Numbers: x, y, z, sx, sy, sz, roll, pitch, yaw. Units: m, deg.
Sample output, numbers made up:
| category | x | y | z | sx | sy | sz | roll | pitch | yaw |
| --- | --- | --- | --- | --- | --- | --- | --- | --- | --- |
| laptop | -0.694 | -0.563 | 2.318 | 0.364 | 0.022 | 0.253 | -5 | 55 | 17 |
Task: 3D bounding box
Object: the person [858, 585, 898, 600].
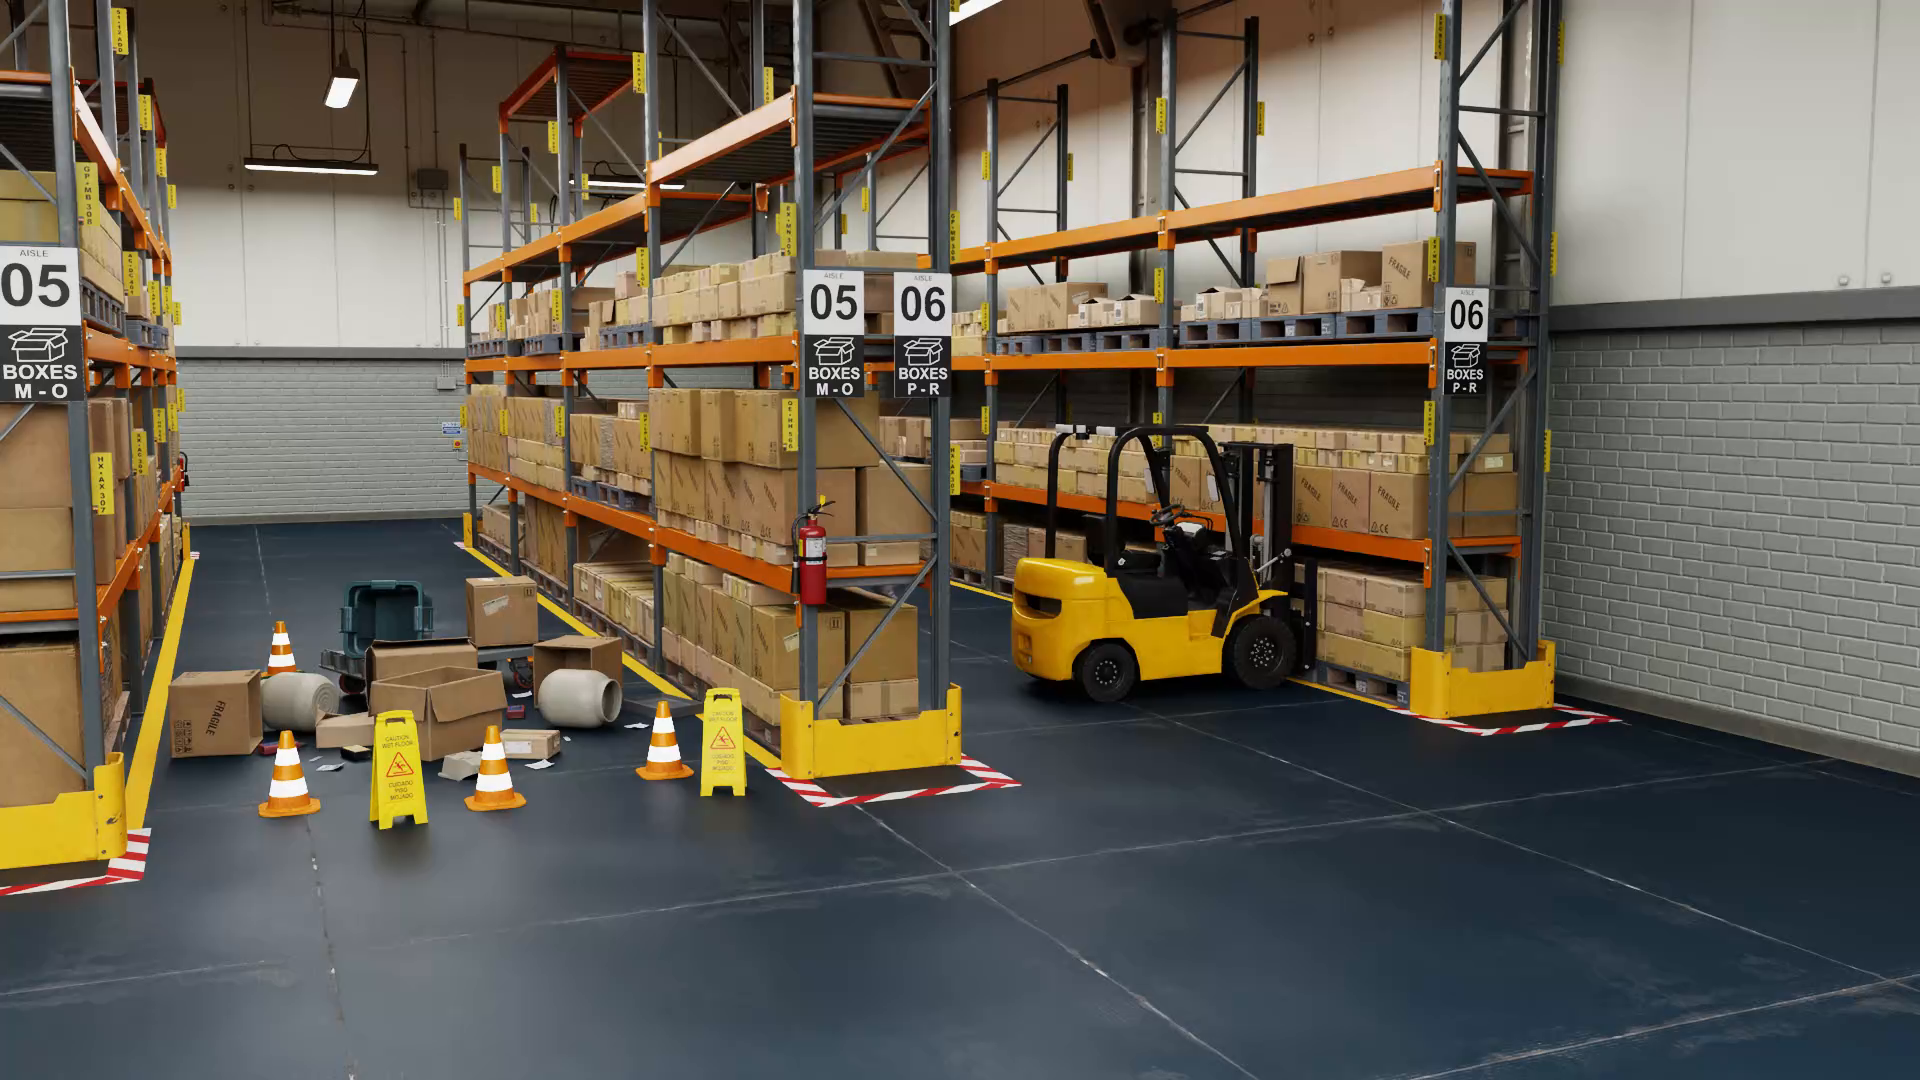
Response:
| category | x | y | z | sx | sy | sz | roll | pitch | yaw |
| --- | --- | --- | --- | --- | --- | --- | --- | --- | --- |
| person | -0.971 | 0.245 | 18.657 | 0.845 | 0.984 | 0.494 | -2 | 6 | -24 |
